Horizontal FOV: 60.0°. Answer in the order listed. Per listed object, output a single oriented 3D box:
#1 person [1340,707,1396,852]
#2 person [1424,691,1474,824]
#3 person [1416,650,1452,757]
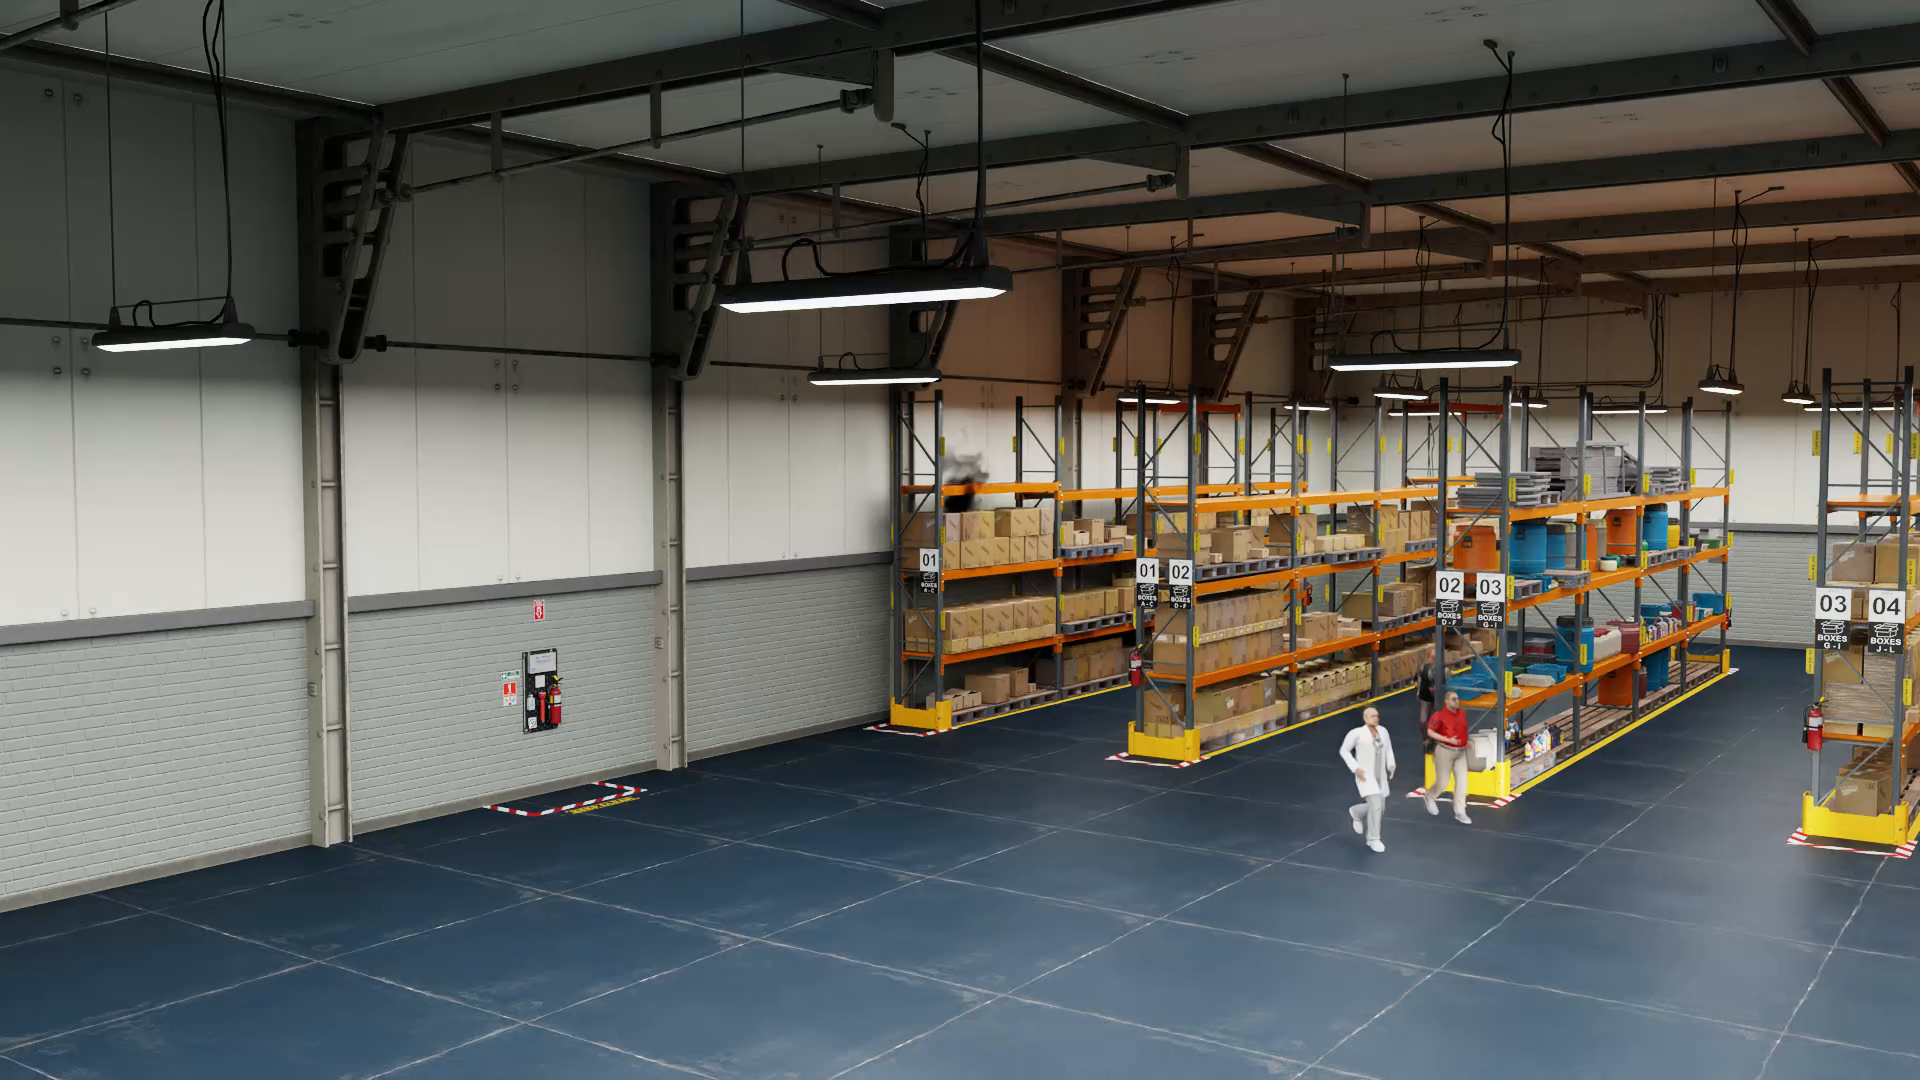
[{"bbox_3d":[5.108,2.964,20.872,0.731,1.755,0.817,-1,4,-24],"label":"person"},{"bbox_3d":[6.564,2.878,22.268,0.682,1.719,0.857,-1,3,-18],"label":"person"},{"bbox_3d":[7.639,2.637,26.846,0.620,1.749,0.811,2,4,29],"label":"person"}]
